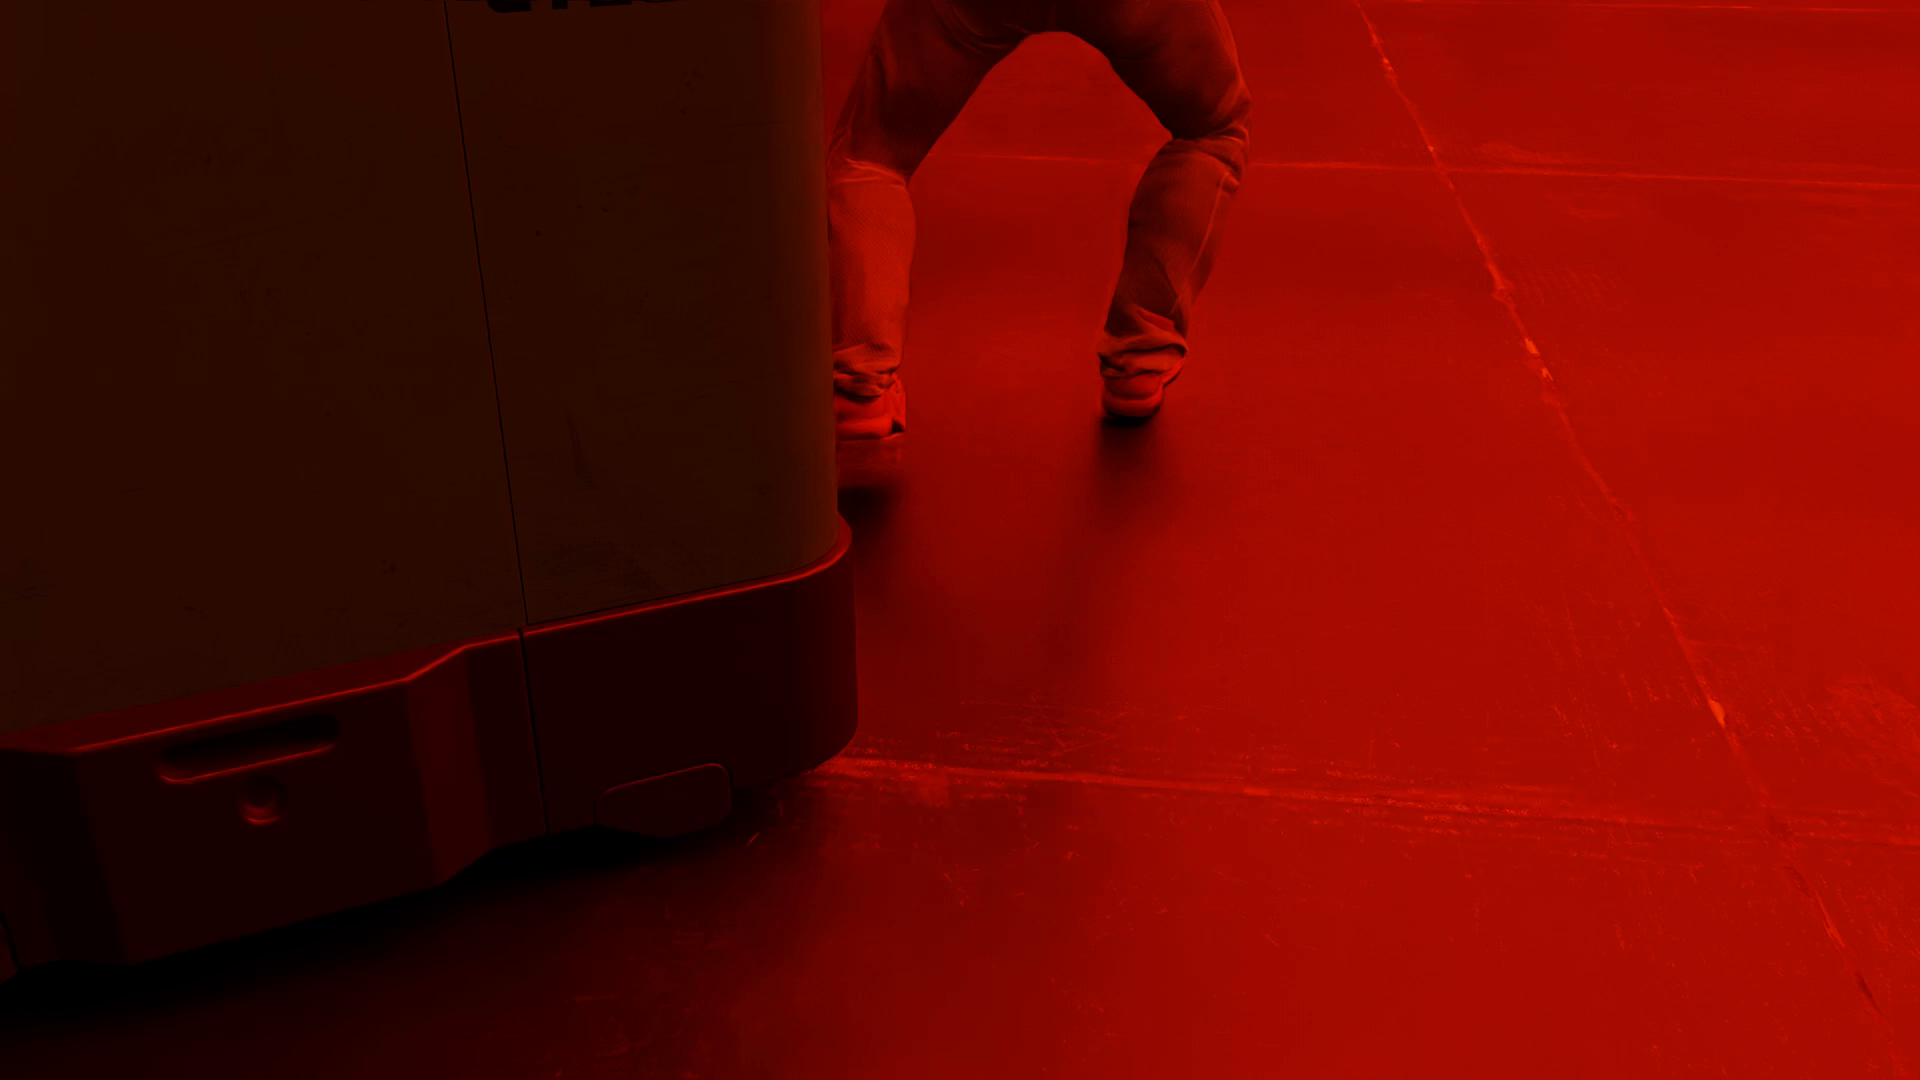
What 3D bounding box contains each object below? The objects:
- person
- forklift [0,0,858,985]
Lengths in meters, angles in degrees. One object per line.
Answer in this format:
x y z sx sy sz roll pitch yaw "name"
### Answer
0.249 -0.935 2.596 0.959 1.548 0.827 0 27 1 "person"
-1.181 -1.003 1.326 1.939 2.843 1.129 -12 29 -22 "forklift"
